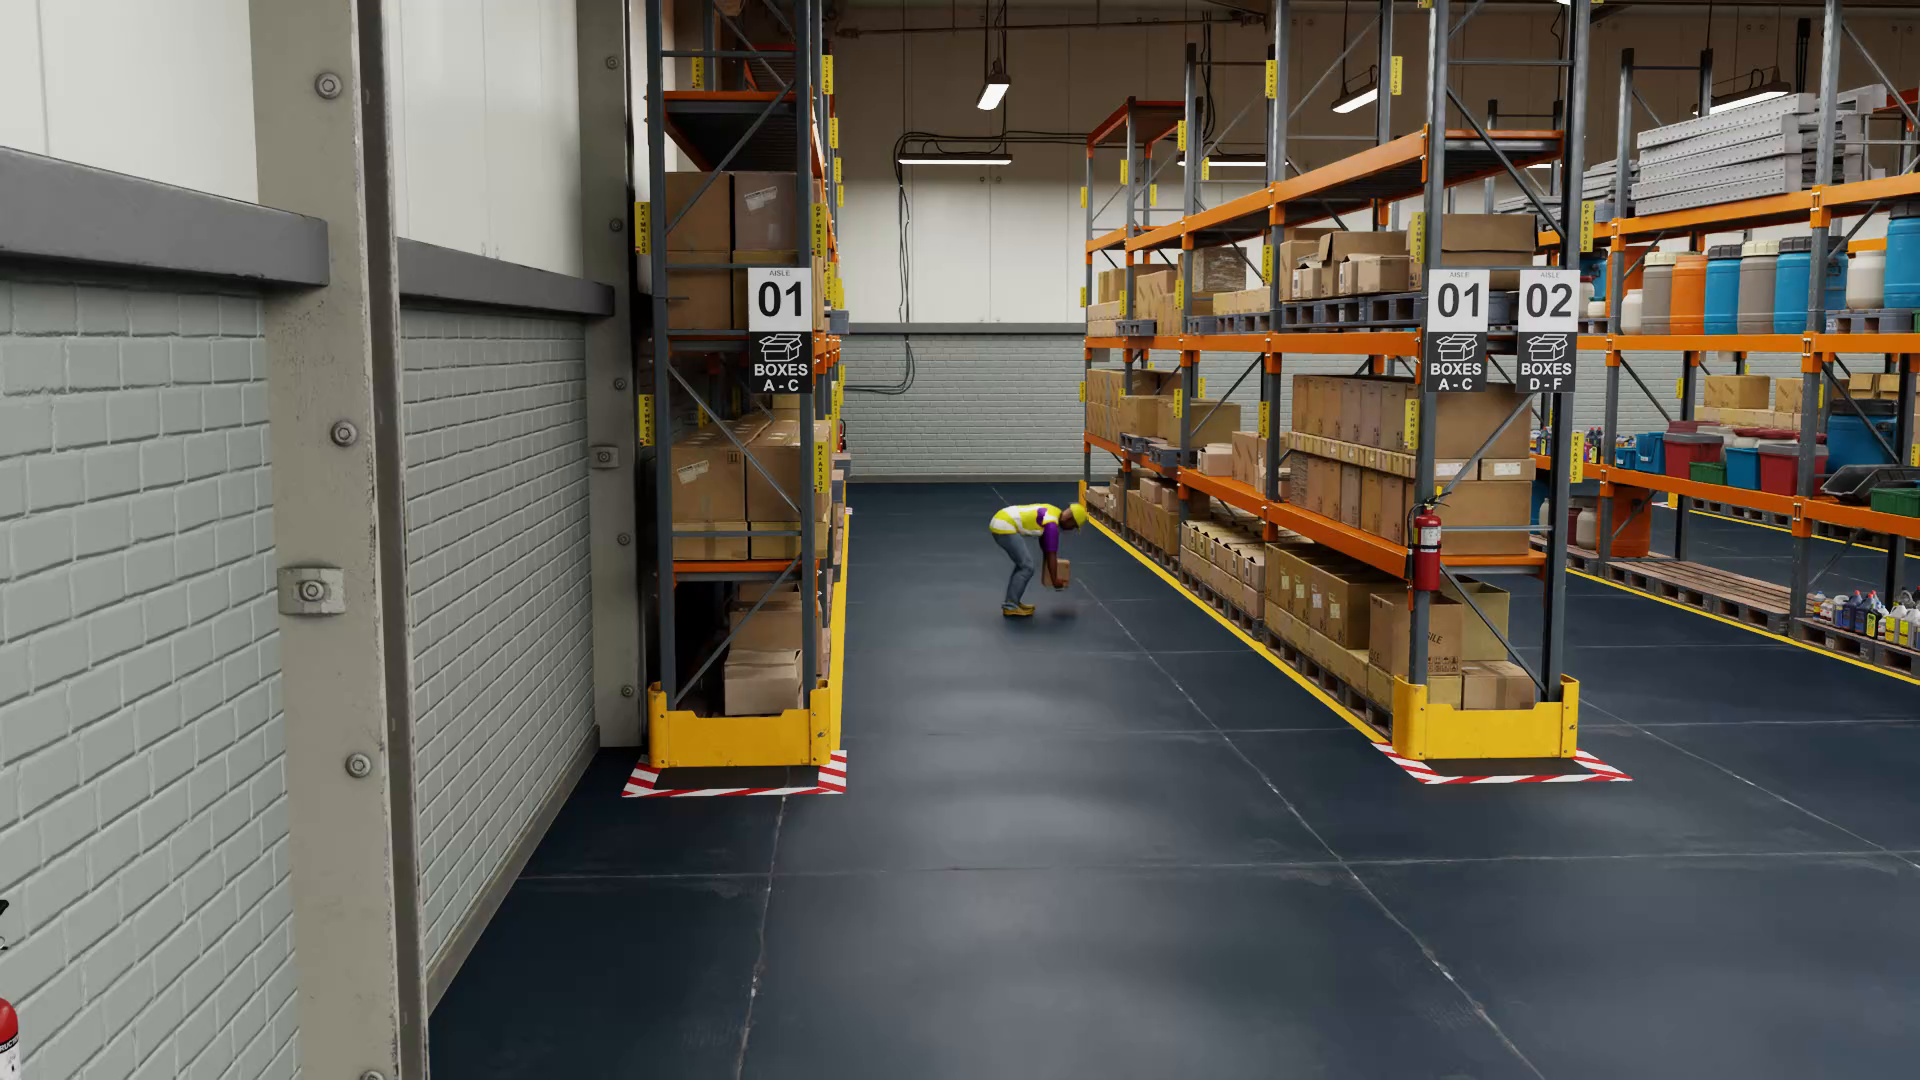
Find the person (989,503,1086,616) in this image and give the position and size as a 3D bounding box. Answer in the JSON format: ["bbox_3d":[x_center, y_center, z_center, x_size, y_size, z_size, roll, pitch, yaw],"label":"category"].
[{"bbox_3d":[0.789,0.184,16.815,0.979,1.119,0.477,-1,7,-6],"label":"person"}]
